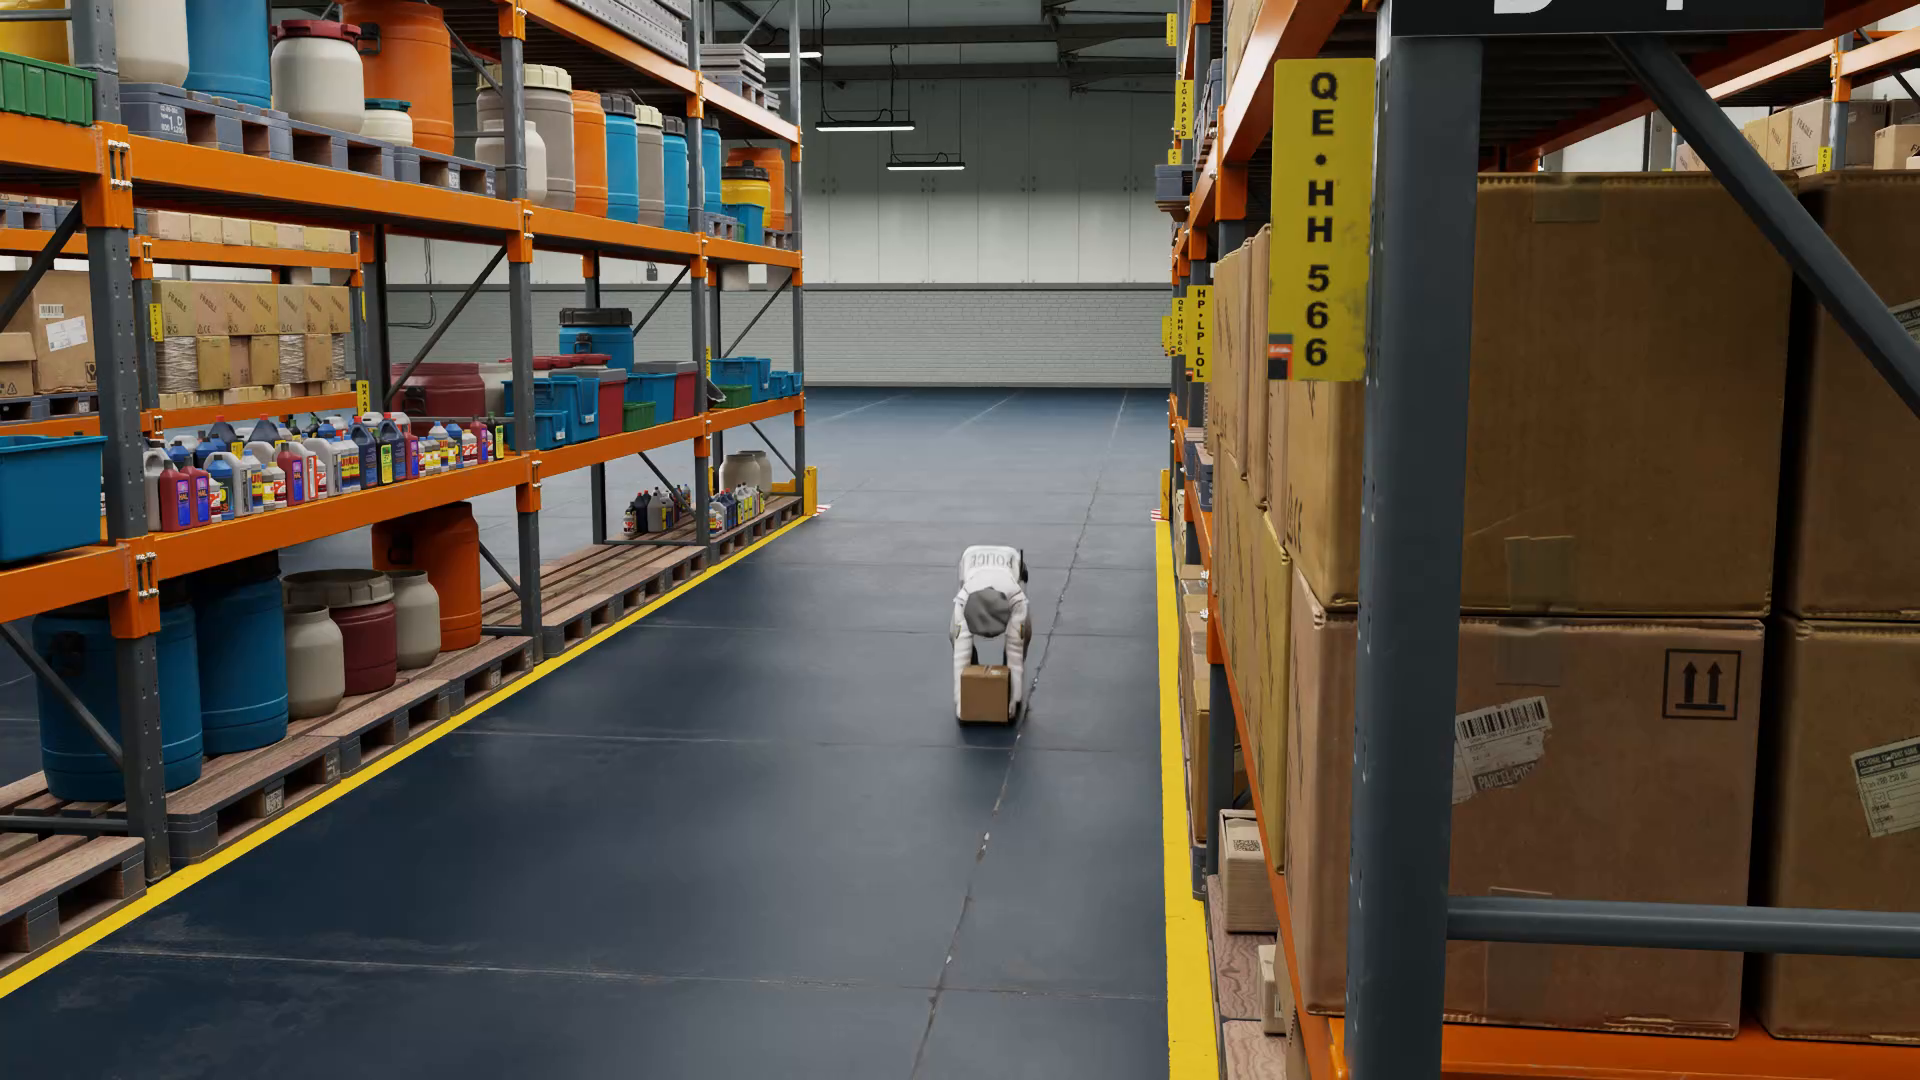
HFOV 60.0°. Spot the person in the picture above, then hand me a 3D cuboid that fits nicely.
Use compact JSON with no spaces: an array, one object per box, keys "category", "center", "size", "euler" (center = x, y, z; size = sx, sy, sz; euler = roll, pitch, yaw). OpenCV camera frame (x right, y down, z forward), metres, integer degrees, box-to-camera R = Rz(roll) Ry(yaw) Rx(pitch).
[{"category":"person","center":[0.194,0.072,9.177],"size":[0.500,1.684,0.411],"euler":[1,8,5]}]
